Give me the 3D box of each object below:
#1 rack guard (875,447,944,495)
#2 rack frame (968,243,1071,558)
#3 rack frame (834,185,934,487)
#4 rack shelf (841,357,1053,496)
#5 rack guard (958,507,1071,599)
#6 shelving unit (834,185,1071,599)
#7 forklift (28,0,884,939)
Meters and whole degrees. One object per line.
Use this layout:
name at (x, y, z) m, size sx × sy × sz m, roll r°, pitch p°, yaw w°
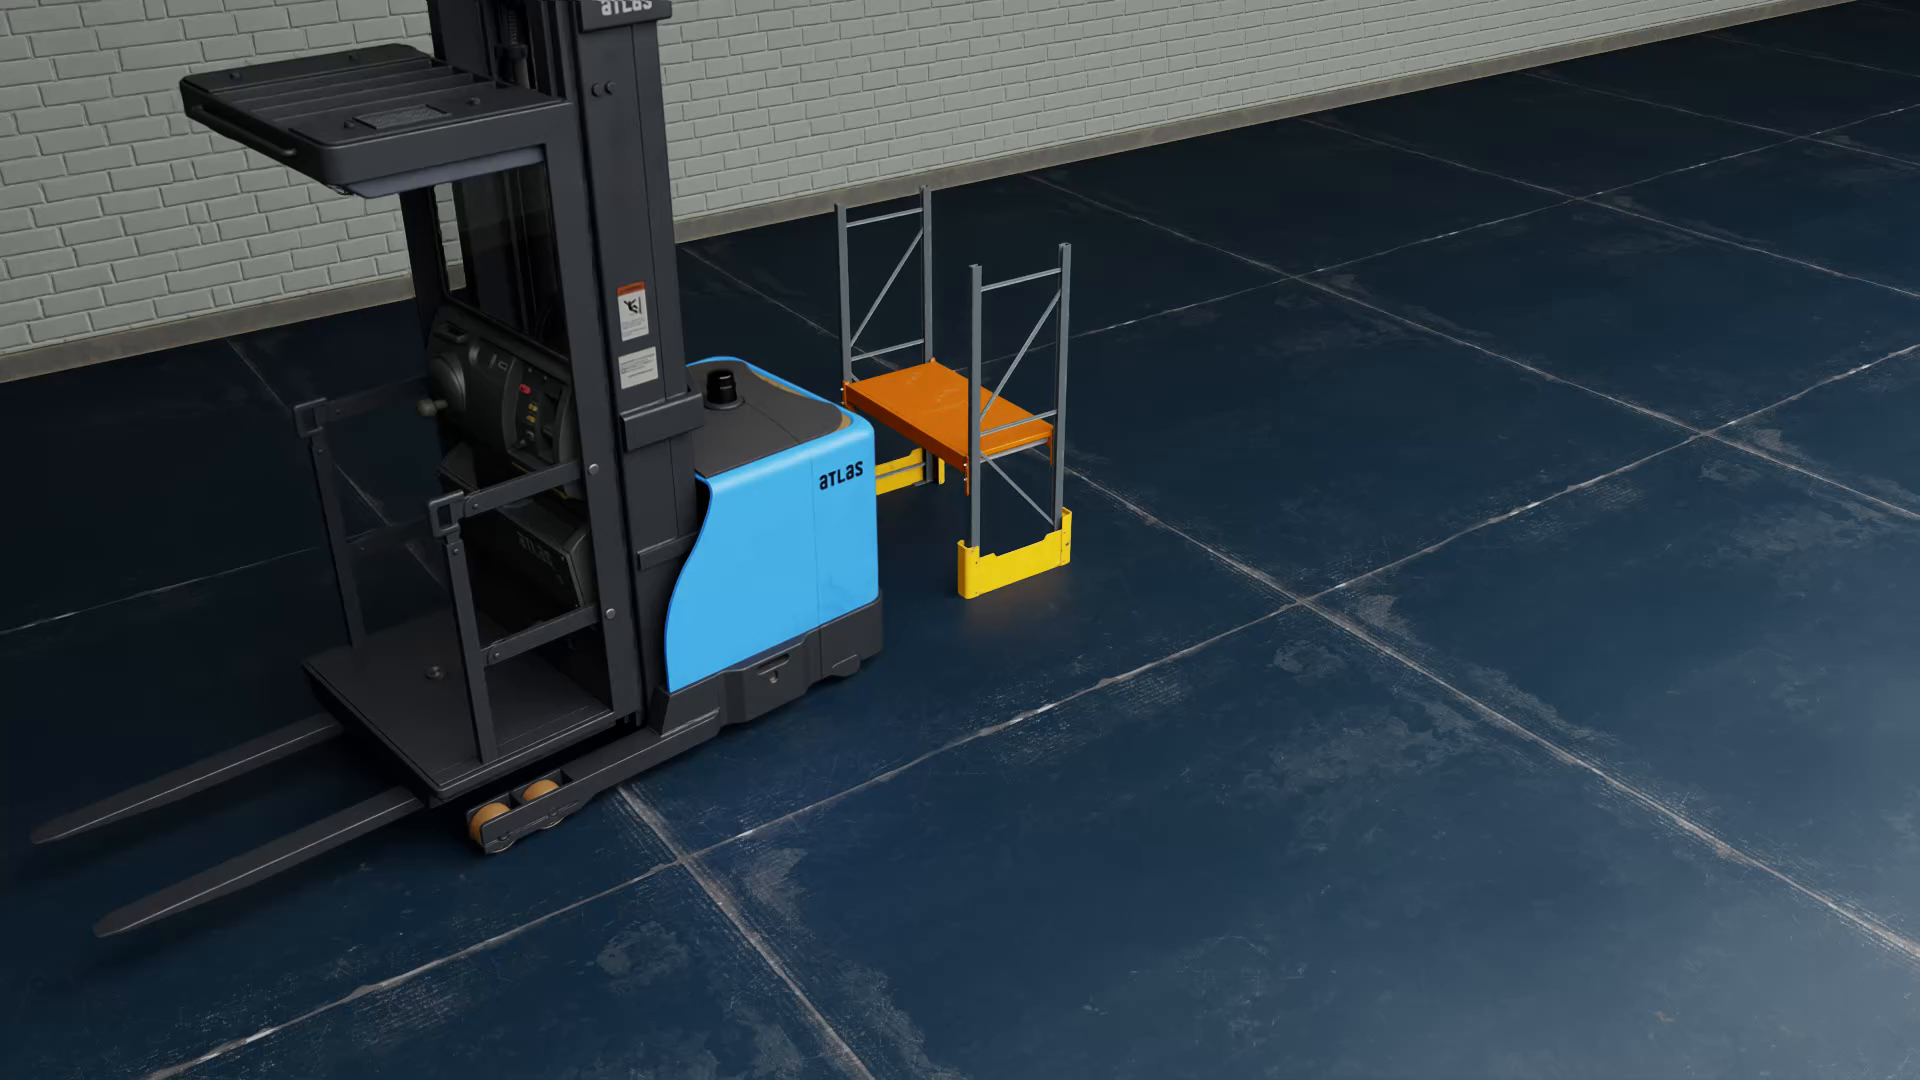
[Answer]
rack guard at (-0.333, -0.333, 8.101) m, size 0.587 × 0.250 × 0.087 m, roll -19°, pitch 34°, yaw -31°
rack frame at (0.245, -0.495, 7.089) m, size 0.500 × 1.500 × 0.032 m, roll -19°, pitch 34°, yaw -31°
rack frame at (-0.344, -0.890, 7.817) m, size 0.500 × 1.500 × 0.032 m, roll -19°, pitch 34°, yaw -31°
rack shelf at (-0.049, -0.534, 7.539) m, size 0.538 × 0.185 × 1.000 m, roll -19°, pitch 34°, yaw -31°
rack guard at (0.245, 0.054, 7.388) m, size 0.587 × 0.250 × 0.087 m, roll -19°, pitch 34°, yaw -31°
shelving unit at (-0.044, -0.689, 7.447) m, size 0.587 × 1.500 × 1.083 m, roll -19°, pitch 34°, yaw -31°
forklift at (-1.738, -0.488, 5.578) m, size 3.031 × 2.935 × 1.130 m, roll -24°, pitch 36°, yaw -37°
